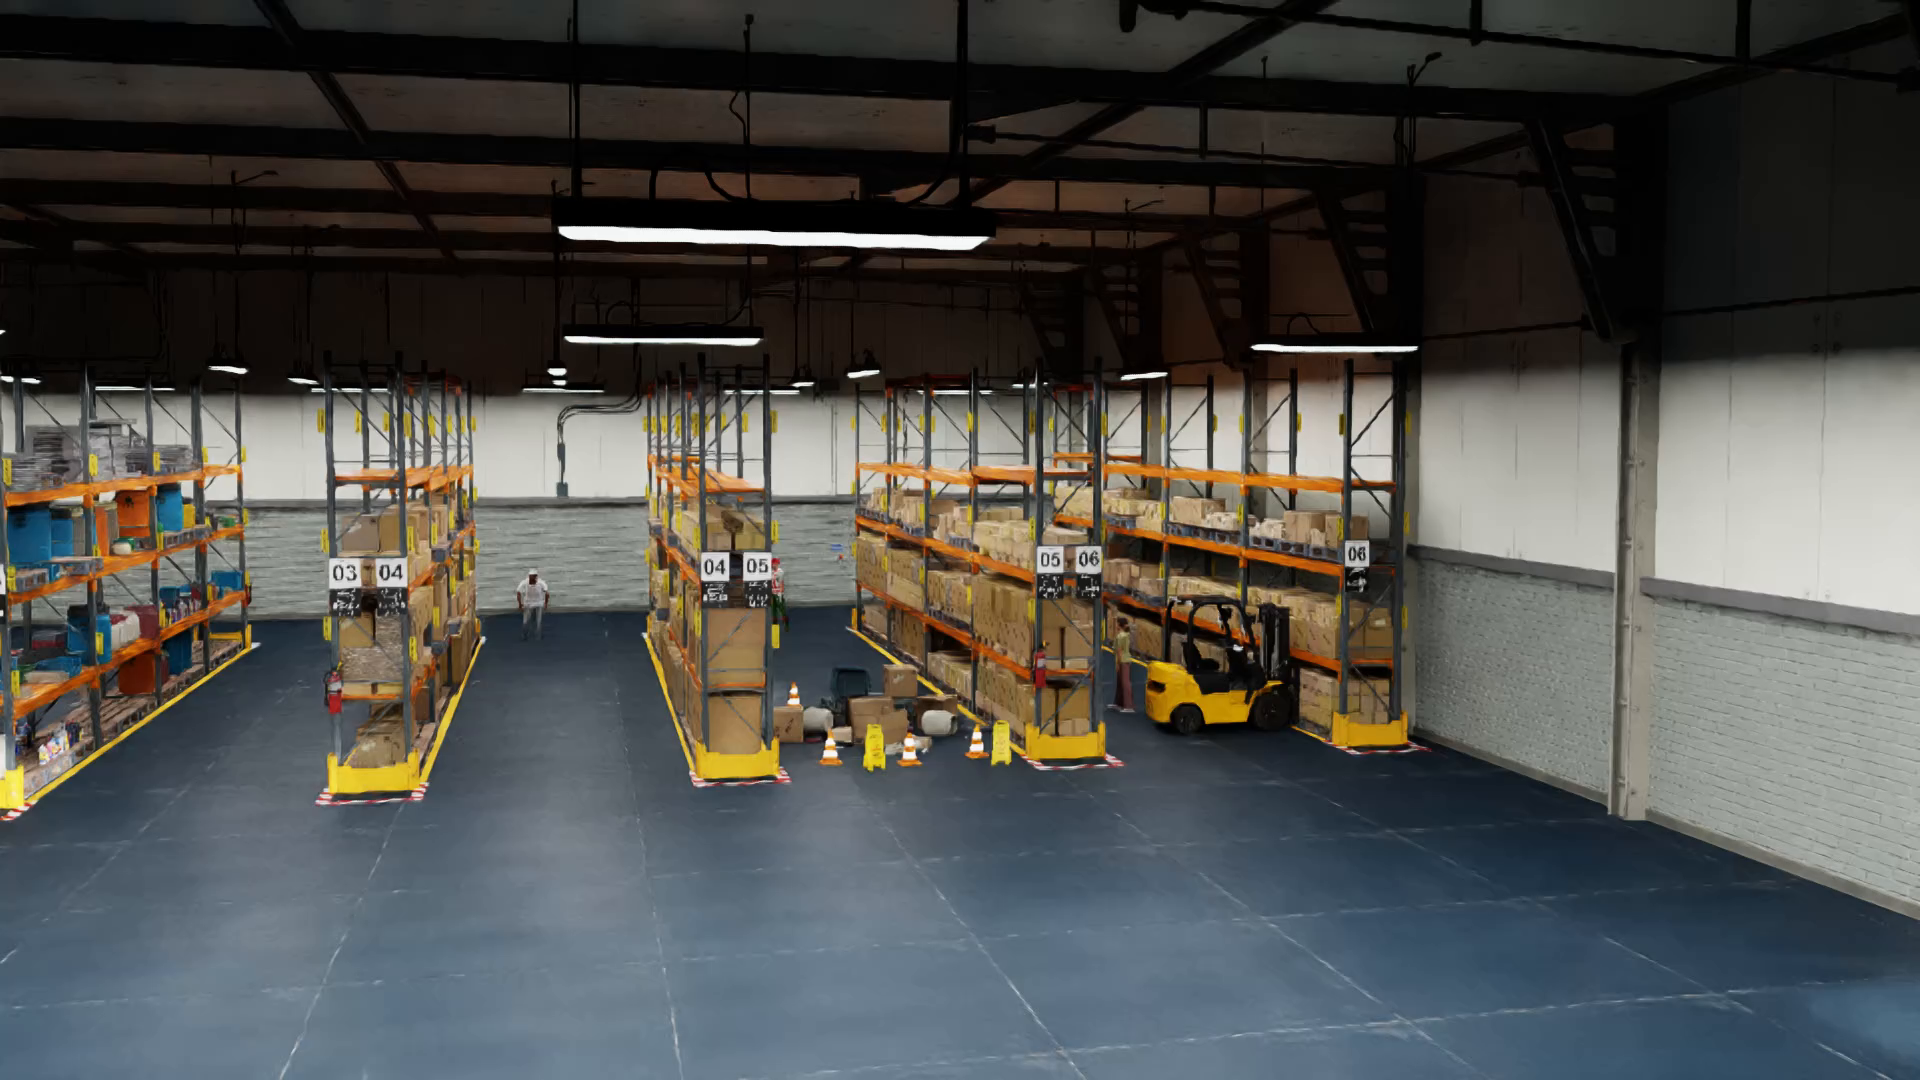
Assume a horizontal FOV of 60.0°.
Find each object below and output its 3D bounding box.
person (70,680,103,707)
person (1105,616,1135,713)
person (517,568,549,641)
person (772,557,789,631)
[{"bbox_3d":[-14.880,1.984,28.256,0.589,1.709,0.457,4,6,45],"label":"person"},{"bbox_3d":[2.785,2.142,28.883,0.569,1.668,0.560,1,4,17],"label":"person"},{"bbox_3d":[-9.838,1.490,38.305,0.719,1.714,0.578,-1,4,-15],"label":"person"},{"bbox_3d":[-4.432,1.314,40.227,0.540,1.792,0.663,-2,5,-30],"label":"person"}]
